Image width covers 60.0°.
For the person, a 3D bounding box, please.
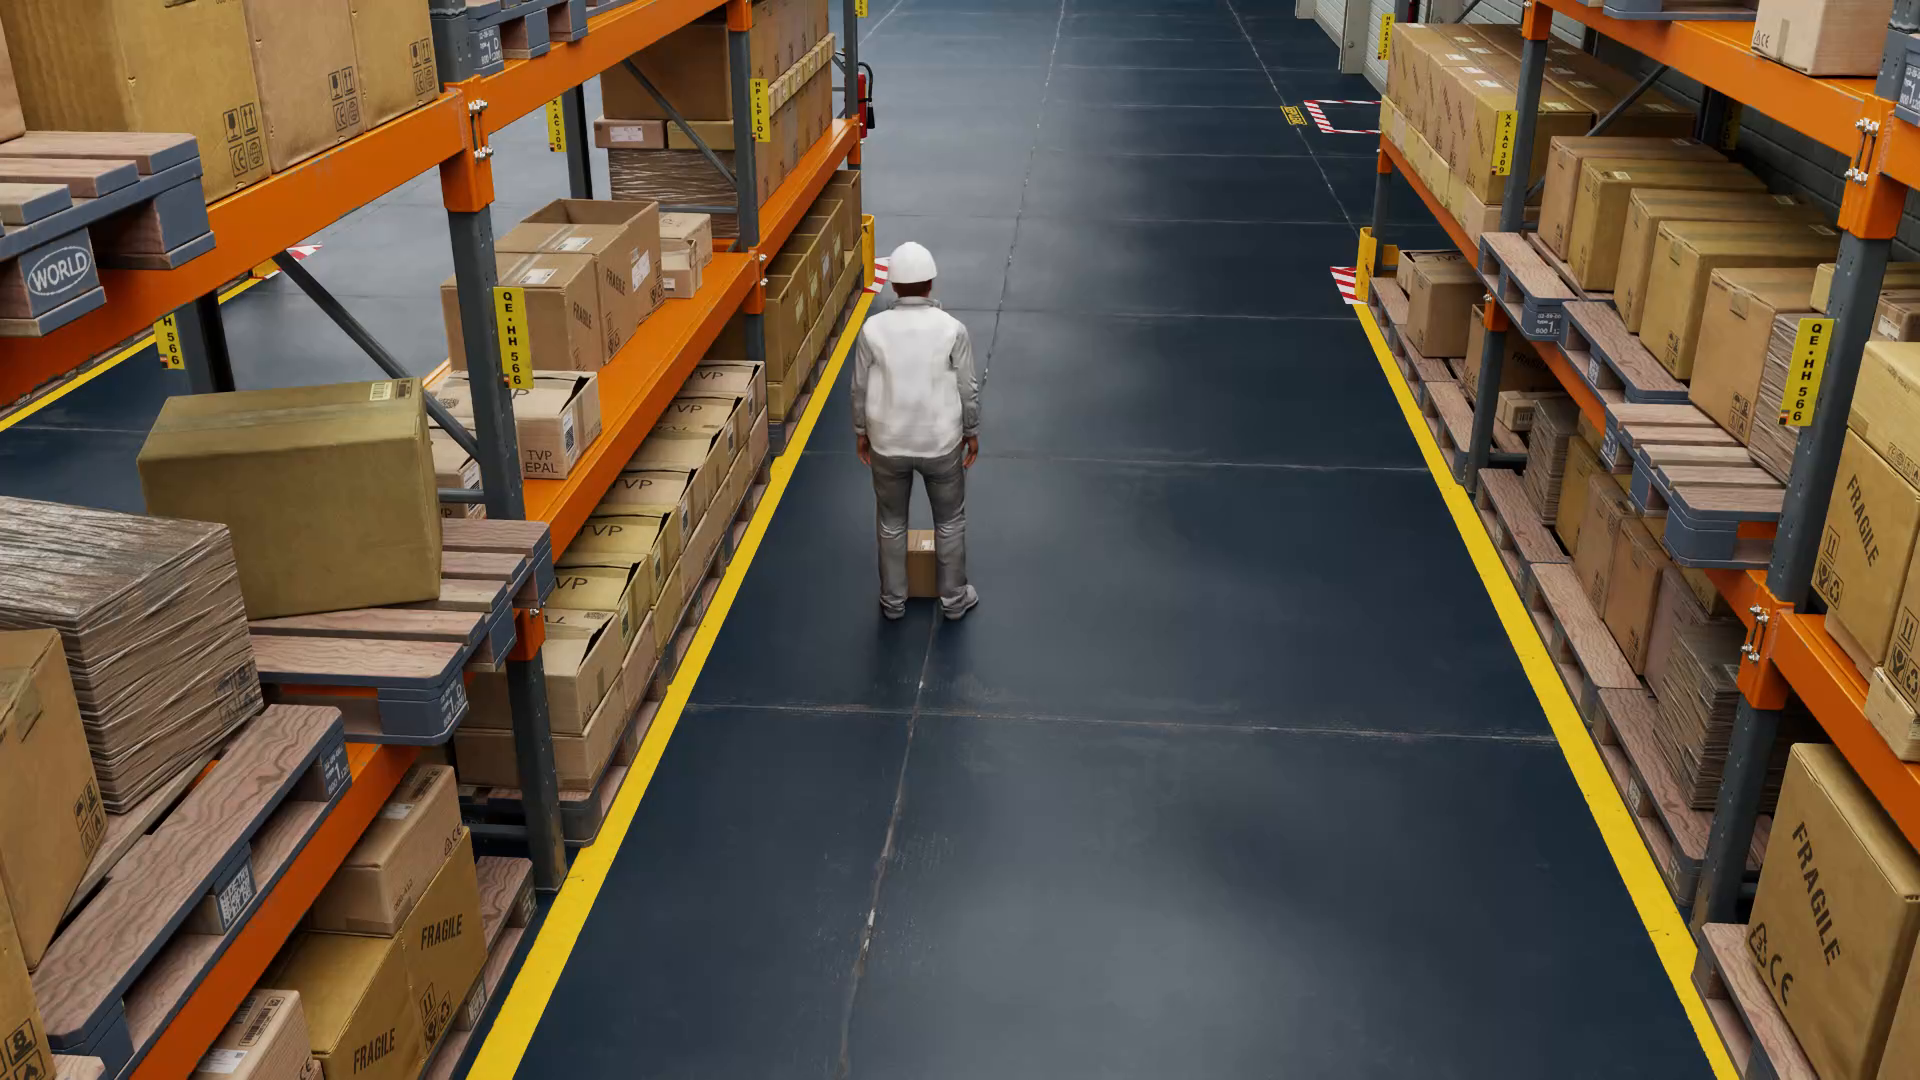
[{"bbox_3d":[-0.199,-0.473,7.617,0.582,1.771,0.465,2,24,4],"label":"person"}]
